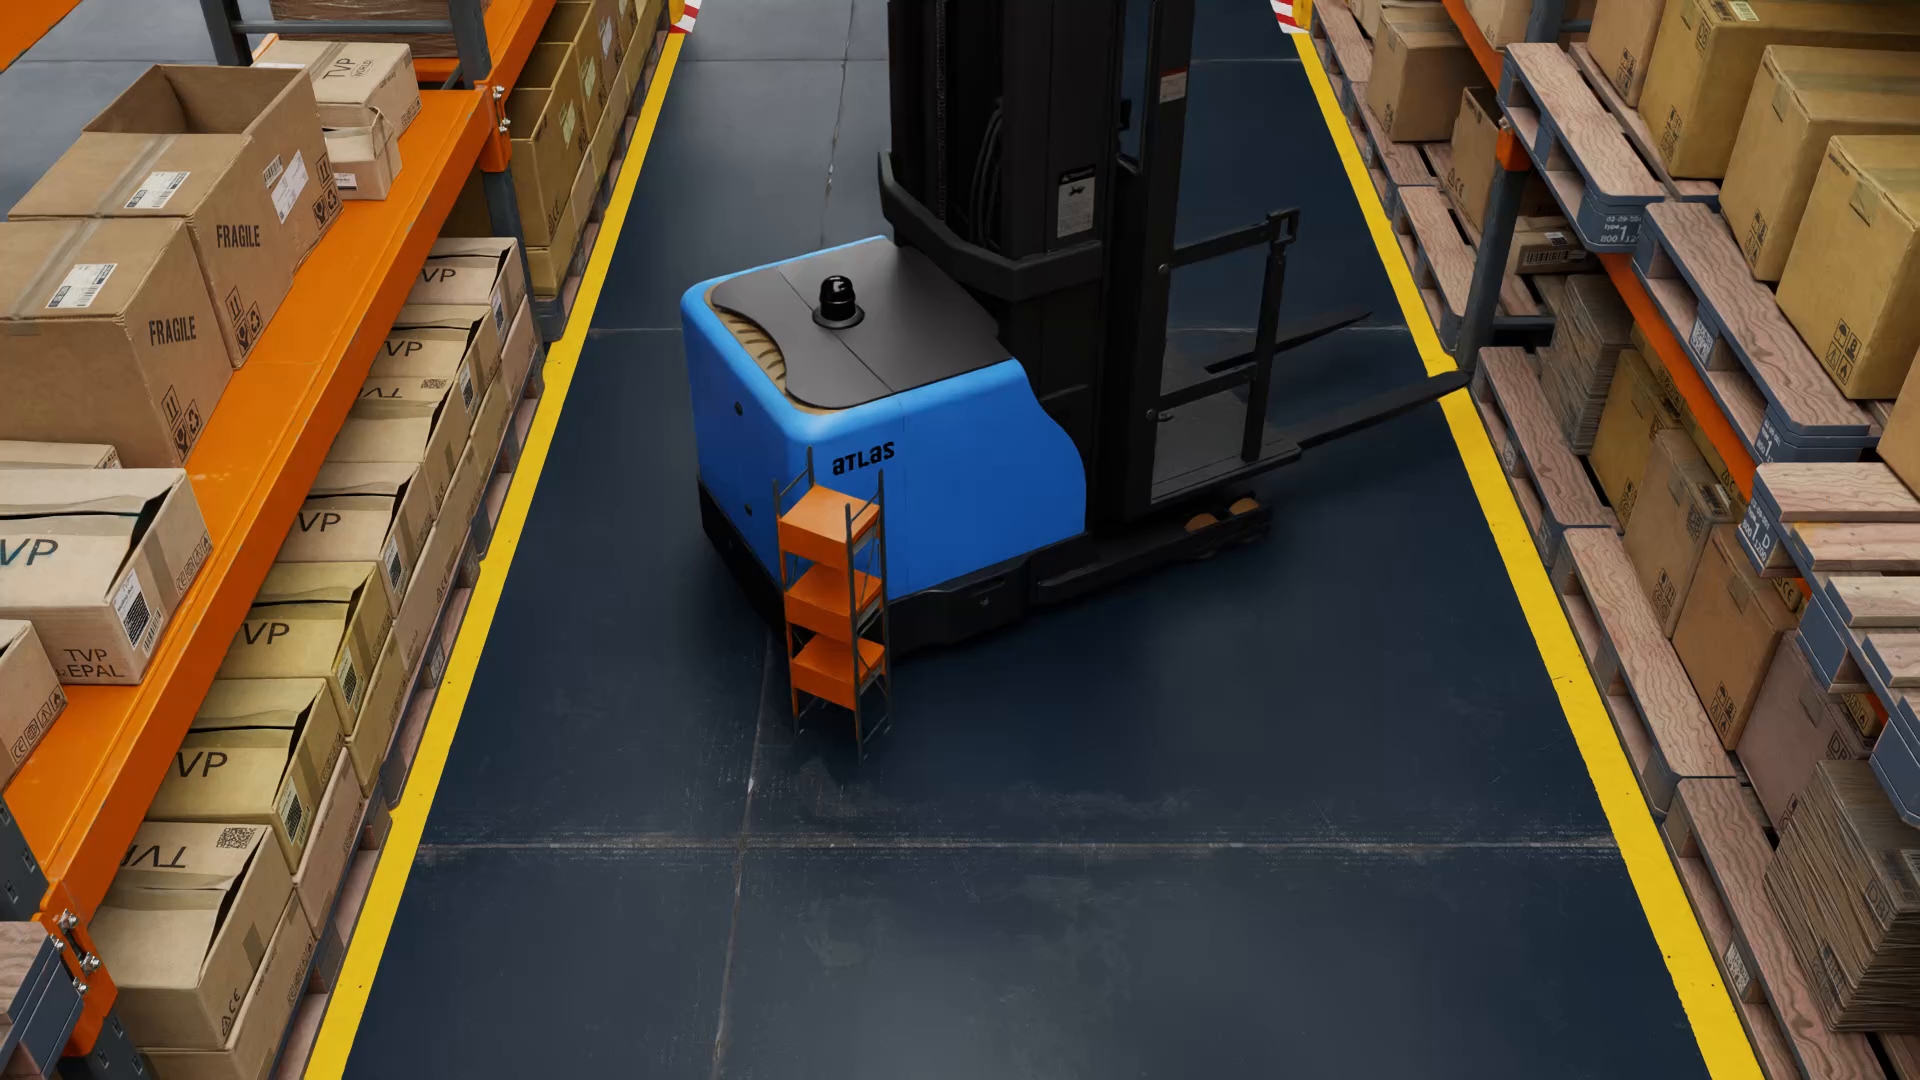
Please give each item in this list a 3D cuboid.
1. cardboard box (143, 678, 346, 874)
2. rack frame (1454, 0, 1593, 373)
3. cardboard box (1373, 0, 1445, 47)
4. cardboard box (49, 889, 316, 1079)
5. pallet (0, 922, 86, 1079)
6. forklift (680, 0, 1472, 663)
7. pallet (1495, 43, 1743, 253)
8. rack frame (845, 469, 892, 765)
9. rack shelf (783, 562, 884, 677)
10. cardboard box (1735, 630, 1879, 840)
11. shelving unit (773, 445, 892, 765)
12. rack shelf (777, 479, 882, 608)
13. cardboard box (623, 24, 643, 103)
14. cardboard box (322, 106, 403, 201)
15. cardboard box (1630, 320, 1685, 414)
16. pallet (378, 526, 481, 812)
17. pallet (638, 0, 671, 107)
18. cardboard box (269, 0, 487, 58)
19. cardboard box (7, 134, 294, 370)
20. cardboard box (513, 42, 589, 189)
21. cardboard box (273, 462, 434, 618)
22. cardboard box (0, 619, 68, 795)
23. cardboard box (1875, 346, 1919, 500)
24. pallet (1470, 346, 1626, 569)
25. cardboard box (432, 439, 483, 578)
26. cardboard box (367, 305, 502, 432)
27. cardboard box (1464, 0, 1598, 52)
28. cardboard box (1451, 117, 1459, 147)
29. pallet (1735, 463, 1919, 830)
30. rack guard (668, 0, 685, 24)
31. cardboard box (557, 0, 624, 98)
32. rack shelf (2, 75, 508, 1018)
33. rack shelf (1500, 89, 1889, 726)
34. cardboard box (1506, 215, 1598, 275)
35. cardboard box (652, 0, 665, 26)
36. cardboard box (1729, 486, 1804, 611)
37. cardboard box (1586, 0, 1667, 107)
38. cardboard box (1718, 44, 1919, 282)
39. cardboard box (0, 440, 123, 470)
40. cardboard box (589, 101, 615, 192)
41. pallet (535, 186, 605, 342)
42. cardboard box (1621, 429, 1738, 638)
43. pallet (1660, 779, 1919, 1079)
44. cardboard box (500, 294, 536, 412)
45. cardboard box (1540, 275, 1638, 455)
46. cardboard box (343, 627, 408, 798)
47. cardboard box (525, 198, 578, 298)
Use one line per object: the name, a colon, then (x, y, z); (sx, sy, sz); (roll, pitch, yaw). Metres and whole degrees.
cardboard box: (-2.012, 0.615, 4.499); (0.500, 0.311, 0.500); (-1, 39, -1)
rack frame: (2.653, -1.927, 6.255); (1.000, 3.000, 0.127); (0, 39, 0)
cardboard box: (2.560, -2.761, 9.095); (0.500, 0.311, 0.500); (3, 39, 4)
cardboard box: (-2.003, 1.162, 4.264); (0.500, 0.250, 0.500); (0, 39, 0)
pallet: (-2.225, 1.079, 2.658); (1.213, 0.211, 1.003); (0, 39, 0)
forklift: (0.582, -1.345, 5.585); (3.031, 2.935, 1.130); (-19, 42, -22)
pallet: (2.508, -1.374, 5.719); (1.003, 0.211, 1.213); (0, 39, 0)
rack frame: (-0.274, 0.258, 5.089); (0.008, 1.050, 0.200); (19, 42, 22)
rack shelf: (-0.382, 0.230, 5.141); (0.240, 0.259, 0.215); (19, 42, 22)
cardboard box: (2.720, 0.606, 4.742); (0.700, 0.500, 0.500); (0, 39, 0)
shelving unit: (-0.382, 0.222, 5.134); (0.252, 1.050, 0.215); (19, 42, 22)
rack shelf: (-0.382, 0.008, 4.963); (0.240, 0.259, 0.215); (19, 42, 22)
cardboard box: (-1.994, -2.553, 8.899); (0.500, 0.250, 0.500); (0, 39, 0)
cardboard box: (-2.116, -1.319, 5.604); (0.396, 0.266, 0.258); (-1, 39, -1)
cardboard box: (2.674, -0.680, 5.747); (0.500, 0.250, 0.500); (-1, 39, -1)
pallet: (-2.257, 0.393, 5.591); (1.003, 0.211, 1.213); (0, 39, 0)
pallet: (-2.263, -2.856, 9.645); (1.003, 0.211, 1.213); (0, 39, 0)
cardboard box: (-2.308, -2.237, 6.563); (0.700, 0.500, 0.500); (-1, 39, -1)
cardboard box: (-2.315, -0.837, 4.816); (0.500, 0.500, 0.500); (0, 39, 0)
cardboard box: (-1.997, -1.907, 7.494); (0.500, 0.500, 0.500); (0, 39, 0)
cardboard box: (-2.012, -0.026, 5.298); (0.500, 0.311, 0.500); (0, 39, -1)
cardboard box: (-2.253, 0.388, 3.438); (0.500, 0.311, 0.500); (2, 39, 3)
cardboard box: (2.619, -0.279, 3.768); (0.700, 0.500, 0.500); (-3, 39, -4)
pallet: (2.655, -0.352, 6.520); (1.003, 0.211, 1.213); (0, 39, 0)
cardboard box: (-2.010, -0.116, 5.859); (0.500, 0.250, 0.500); (1, 39, 1)
cardboard box: (-2.007, -0.652, 6.079); (0.500, 0.311, 0.500); (1, 39, 1)
cardboard box: (2.349, -2.172, 6.665); (0.500, 0.250, 0.500); (0, 39, 0)
cardboard box: (2.671, -1.986, 8.258); (0.380, 0.149, 0.250); (-3, 39, -4)
pallet: (2.550, 0.204, 3.750); (1.213, 0.211, 1.003); (0, 39, 0)
rack guard: (-2.305, -3.462, 10.170); (1.175, 0.500, 0.348); (0, 39, 0)
cardboard box: (-1.992, -2.532, 8.275); (0.500, 0.500, 0.500); (0, 39, 0)
rack shelf: (-2.298, -0.389, 4.912); (1.077, 0.370, 4.000); (0, 39, 0)
rack shelf: (2.655, -0.395, 4.920); (1.077, 0.370, 4.000); (0, 39, 0)
cardboard box: (2.622, -1.327, 7.421); (0.380, 0.166, 0.250); (-5, 39, -6)
cardboard box: (-2.009, -3.178, 9.680); (0.500, 0.250, 0.500); (0, 39, 0)
cardboard box: (2.661, -0.042, 4.952); (0.500, 0.250, 0.500); (0, 39, 0)
cardboard box: (2.620, -1.819, 5.689); (0.700, 0.500, 0.500); (0, 39, 0)
cardboard box: (2.645, -1.058, 4.740); (0.700, 0.500, 0.500); (5, 39, 6)
cardboard box: (-2.354, -0.119, 4.200); (0.380, 0.149, 0.250); (3, 39, 3)
cardboard box: (-1.989, -1.927, 8.119); (0.500, 0.250, 0.500); (0, 39, 0)
pallet: (-2.260, -1.330, 7.741); (1.003, 0.211, 1.213); (0, 39, 0)
cardboard box: (2.681, -0.020, 5.524); (0.700, 0.500, 0.500); (0, 39, 0)
pallet: (2.658, 1.174, 4.616); (1.003, 0.211, 1.213); (0, 39, 0)
cardboard box: (-2.010, -0.752, 6.653); (0.500, 0.250, 0.500); (0, 39, 0)
cardboard box: (2.670, -0.663, 6.325); (0.700, 0.500, 0.500); (1, 39, 1)
cardboard box: (-2.011, 0.523, 5.062); (0.500, 0.250, 0.500); (-1, 39, -1)
cardboard box: (-1.998, -1.302, 7.339); (0.500, 0.250, 0.500); (0, 39, 0)
